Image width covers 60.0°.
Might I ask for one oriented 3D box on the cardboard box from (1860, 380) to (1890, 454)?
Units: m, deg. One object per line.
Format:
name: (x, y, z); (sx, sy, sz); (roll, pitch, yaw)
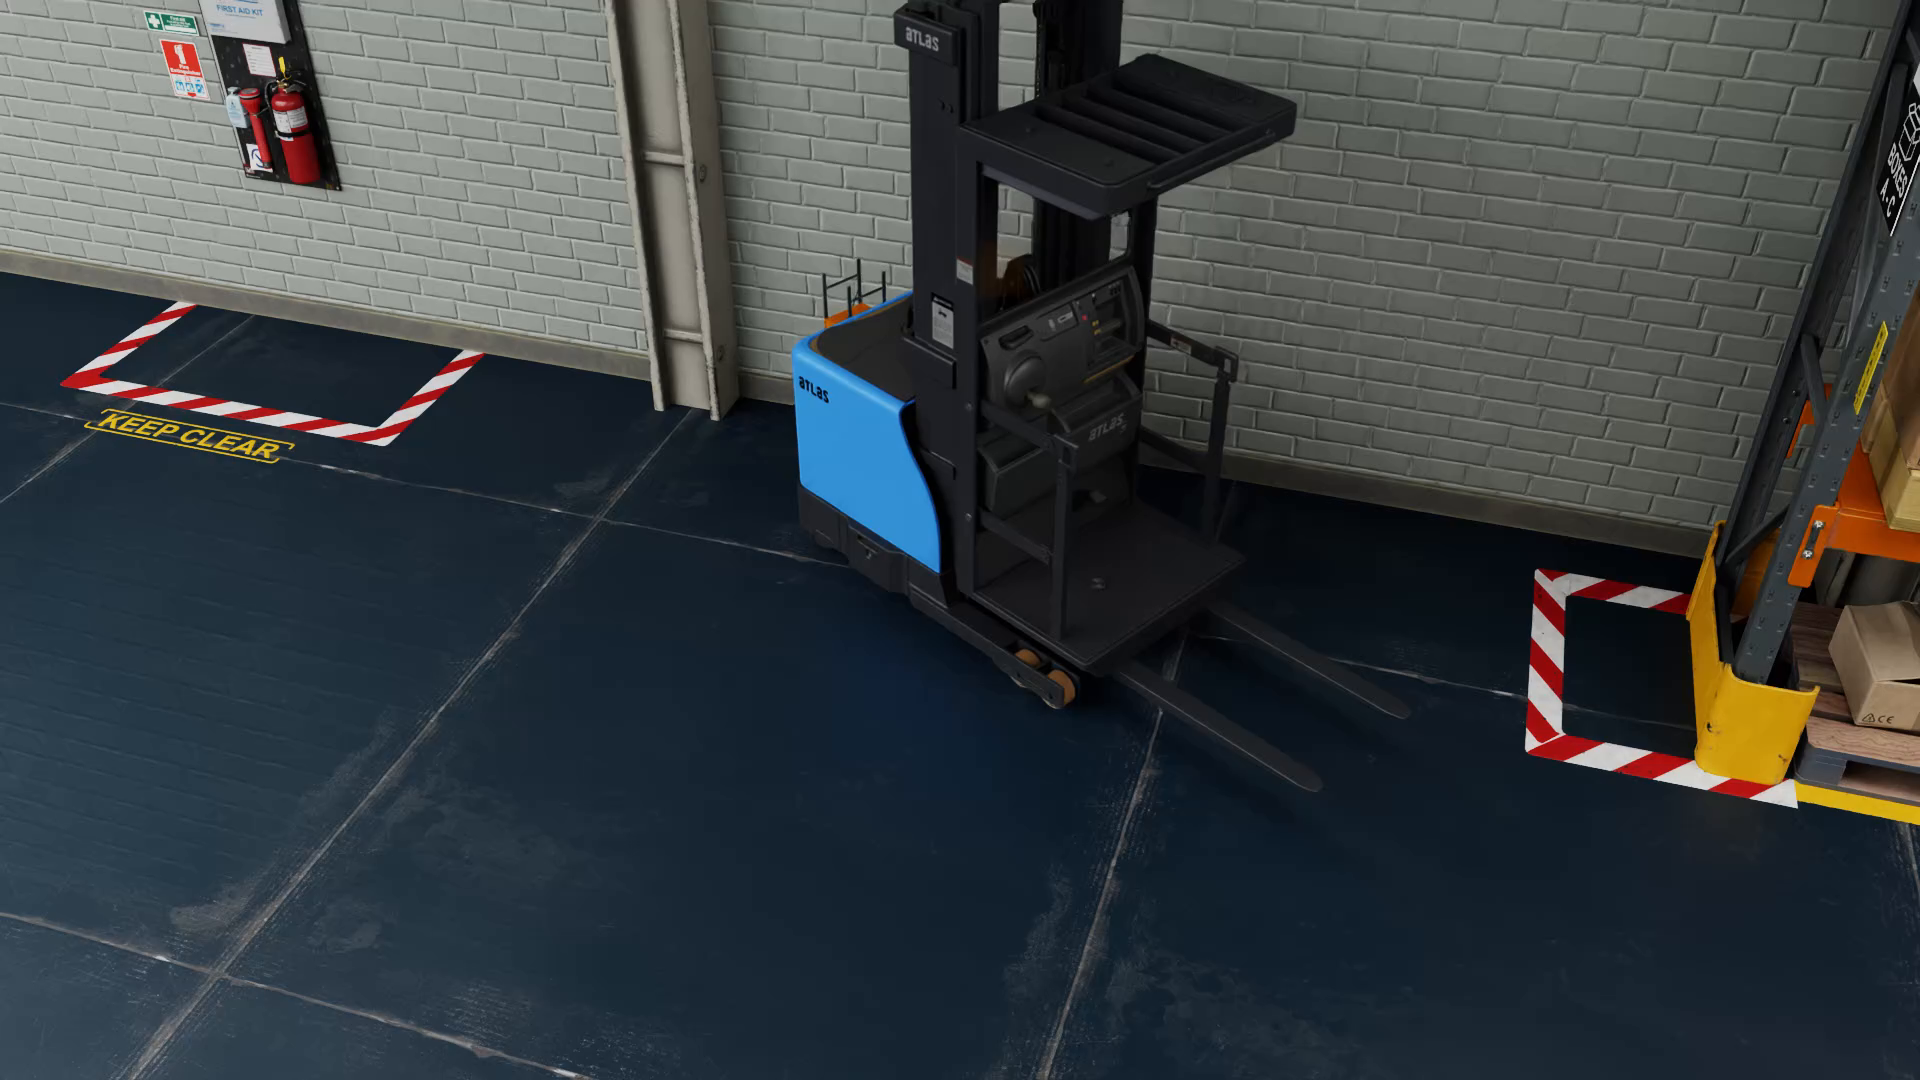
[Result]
cardboard box: (3.842, -0.533, 6.553); (0.500, 0.250, 0.500); (11, 38, 15)

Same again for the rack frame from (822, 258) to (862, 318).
rack frame: (-0.573, -0.837, 8.376); (0.240, 1.200, 0.006); (-30, 46, -34)

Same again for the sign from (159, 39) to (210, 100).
sign: (-4.307, -2.613, 9.240); (0.234, 0.329, 0.001); (10, 38, 14)

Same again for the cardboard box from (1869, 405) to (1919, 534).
cardboard box: (3.709, -0.240, 6.155); (0.500, 0.250, 0.500); (9, 37, 13)

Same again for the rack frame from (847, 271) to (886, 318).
rack frame: (-0.446, -0.759, 8.269); (0.240, 1.200, 0.006); (-30, 46, -34)

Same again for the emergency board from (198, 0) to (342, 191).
emergency board: (-3.810, -2.443, 9.038); (0.643, 1.169, 0.194); (10, 38, 14)

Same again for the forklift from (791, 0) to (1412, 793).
forklift: (0.587, -0.793, 6.855); (1.130, 2.935, 3.031); (-30, 46, -34)

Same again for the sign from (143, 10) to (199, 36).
sign: (-4.305, -2.821, 9.075); (0.331, 0.109, 0.001); (10, 38, 14)

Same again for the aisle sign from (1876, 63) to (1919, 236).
aisle sign: (3.180, -1.448, 5.494); (0.004, 0.787, 0.394); (10, 38, 14)

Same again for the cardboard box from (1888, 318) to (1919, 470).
cardboard box: (3.704, -0.553, 5.948); (0.500, 0.500, 0.500); (11, 38, 14)

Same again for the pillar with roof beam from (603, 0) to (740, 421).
pillar with roof beam: (-2.746, -1.965, 3.328); (0.400, 9.000, 9.100); (10, 38, 14)

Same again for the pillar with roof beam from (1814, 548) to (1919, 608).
pillar with roof beam: (2.981, -0.904, 1.887); (0.400, 9.000, 9.100); (10, 38, 14)

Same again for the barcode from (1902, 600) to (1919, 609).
barcode: (4.108, 0.294, 7.209); (0.075, 0.075, 0.001); (10, 38, 14)

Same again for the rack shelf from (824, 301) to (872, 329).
rack shelf: (-0.510, -1.052, 8.135); (0.258, 0.103, 0.180); (-30, 46, -34)

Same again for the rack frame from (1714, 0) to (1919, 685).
rack frame: (3.338, -0.558, 6.478); (0.127, 3.000, 1.000); (10, 38, 14)

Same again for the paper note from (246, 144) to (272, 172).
paper note: (-3.958, -2.158, 9.395); (0.142, 0.148, 0.016); (10, 38, 14)

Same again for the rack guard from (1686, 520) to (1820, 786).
rack guard: (3.411, 0.462, 7.200); (0.348, 0.500, 1.175); (10, 38, 14)

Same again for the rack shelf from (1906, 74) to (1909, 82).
rack shelf: (5.247, -1.123, 5.321); (4.000, 0.370, 1.077); (10, 38, 14)

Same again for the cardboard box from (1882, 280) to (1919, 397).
cardboard box: (3.852, -0.845, 6.344); (0.500, 0.500, 0.500); (10, 38, 13)

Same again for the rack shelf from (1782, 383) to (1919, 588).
rack shelf: (5.247, 0.085, 6.211); (4.000, 0.370, 1.077); (10, 38, 14)

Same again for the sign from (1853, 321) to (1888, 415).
sign: (3.177, -0.600, 5.804); (0.005, 0.325, 0.100); (10, 38, 14)

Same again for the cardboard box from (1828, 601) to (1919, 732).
cardboard box: (3.972, 0.521, 6.909); (0.500, 0.311, 0.500); (6, 37, 9)

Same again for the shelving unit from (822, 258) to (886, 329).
shelving unit: (-0.510, -0.798, 8.322); (0.258, 1.200, 0.189); (-30, 46, -34)

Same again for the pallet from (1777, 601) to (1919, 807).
pallet: (4.176, 0.742, 7.064); (1.213, 0.211, 1.003); (10, 38, 14)
